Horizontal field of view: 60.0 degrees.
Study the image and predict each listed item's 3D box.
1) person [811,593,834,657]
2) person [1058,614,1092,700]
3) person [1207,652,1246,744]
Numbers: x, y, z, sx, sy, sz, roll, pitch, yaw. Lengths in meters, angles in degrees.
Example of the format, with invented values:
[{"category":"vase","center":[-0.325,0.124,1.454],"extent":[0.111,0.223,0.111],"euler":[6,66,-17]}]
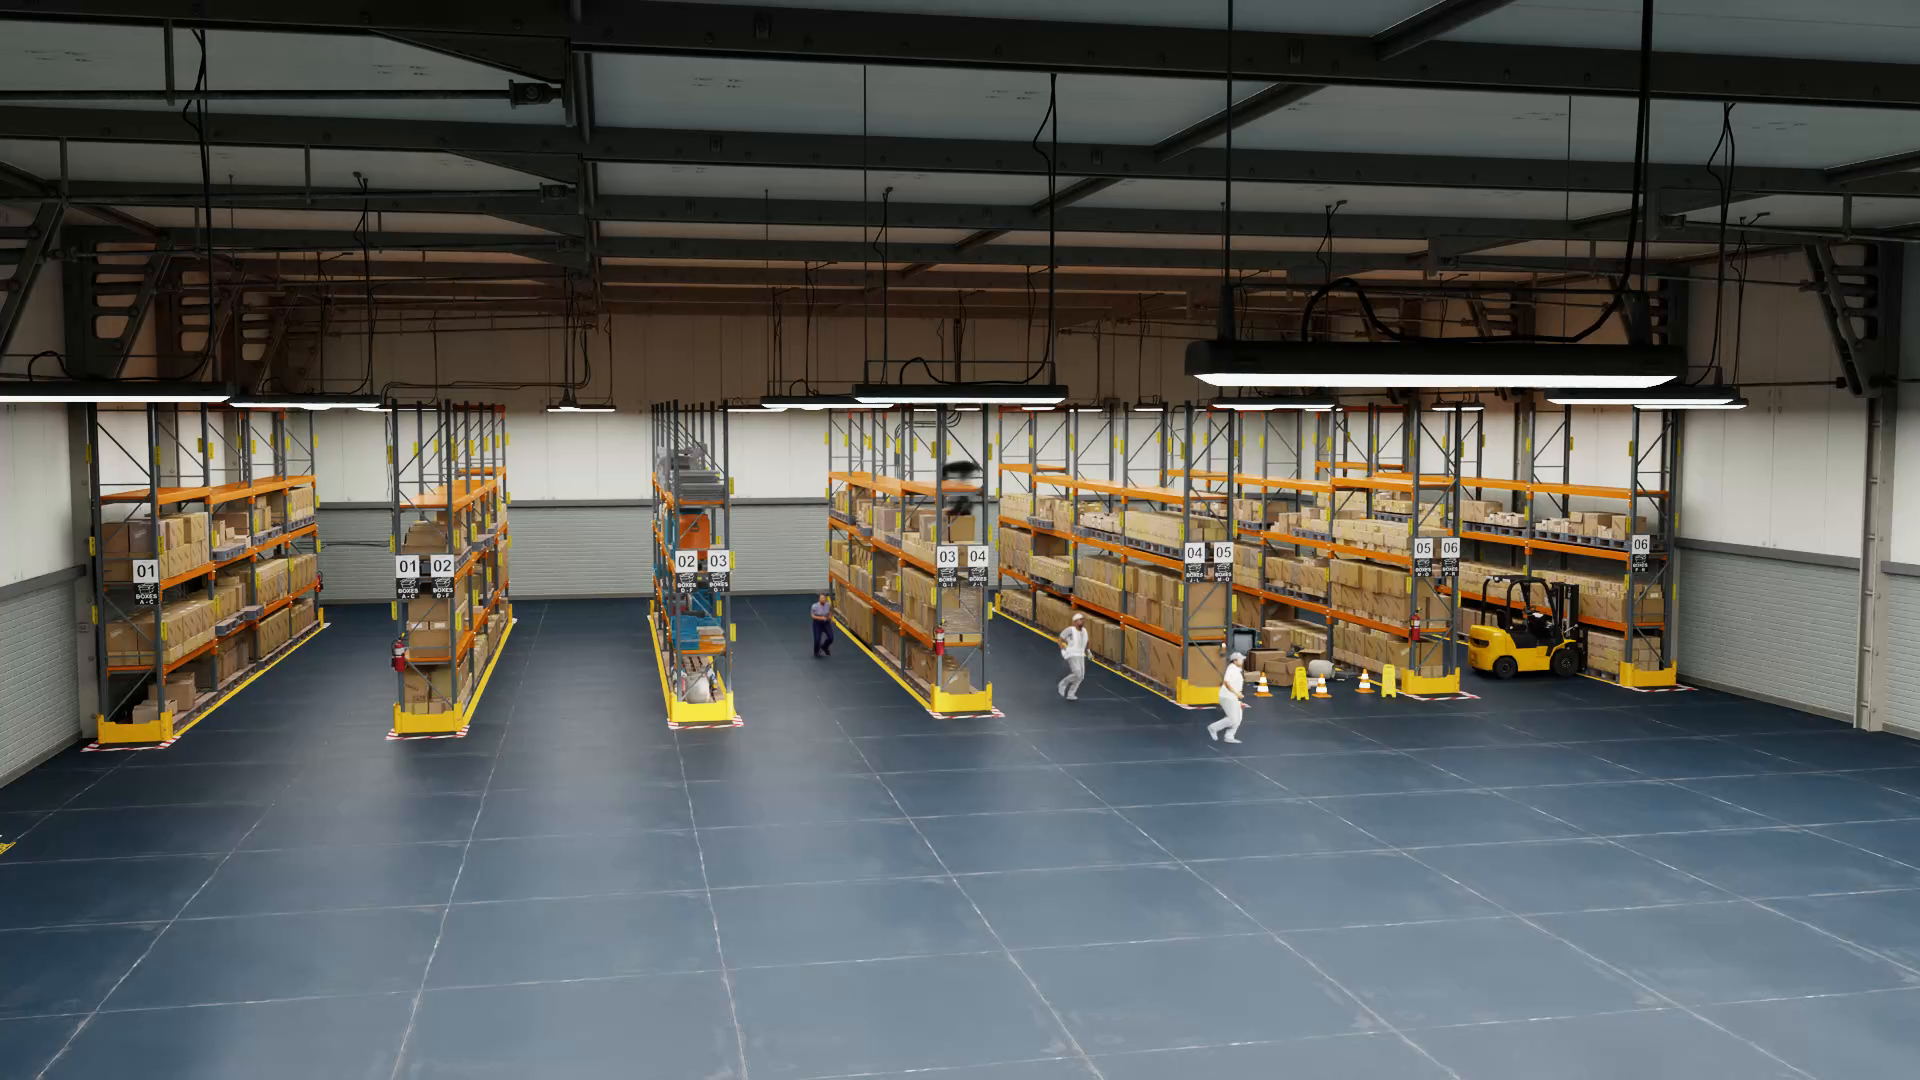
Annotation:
[{"category":"person","center":[-3.231,2.008,39.101],"extent":[0.606,1.541,0.829],"euler":[-2,5,-21]},{"category":"person","center":[2.358,2.345,33.467],"extent":[0.561,1.721,0.730],"euler":[4,6,44]},{"category":"person","center":[4.659,2.749,28.998],"extent":[0.652,1.614,0.608],"euler":[1,4,17]}]
